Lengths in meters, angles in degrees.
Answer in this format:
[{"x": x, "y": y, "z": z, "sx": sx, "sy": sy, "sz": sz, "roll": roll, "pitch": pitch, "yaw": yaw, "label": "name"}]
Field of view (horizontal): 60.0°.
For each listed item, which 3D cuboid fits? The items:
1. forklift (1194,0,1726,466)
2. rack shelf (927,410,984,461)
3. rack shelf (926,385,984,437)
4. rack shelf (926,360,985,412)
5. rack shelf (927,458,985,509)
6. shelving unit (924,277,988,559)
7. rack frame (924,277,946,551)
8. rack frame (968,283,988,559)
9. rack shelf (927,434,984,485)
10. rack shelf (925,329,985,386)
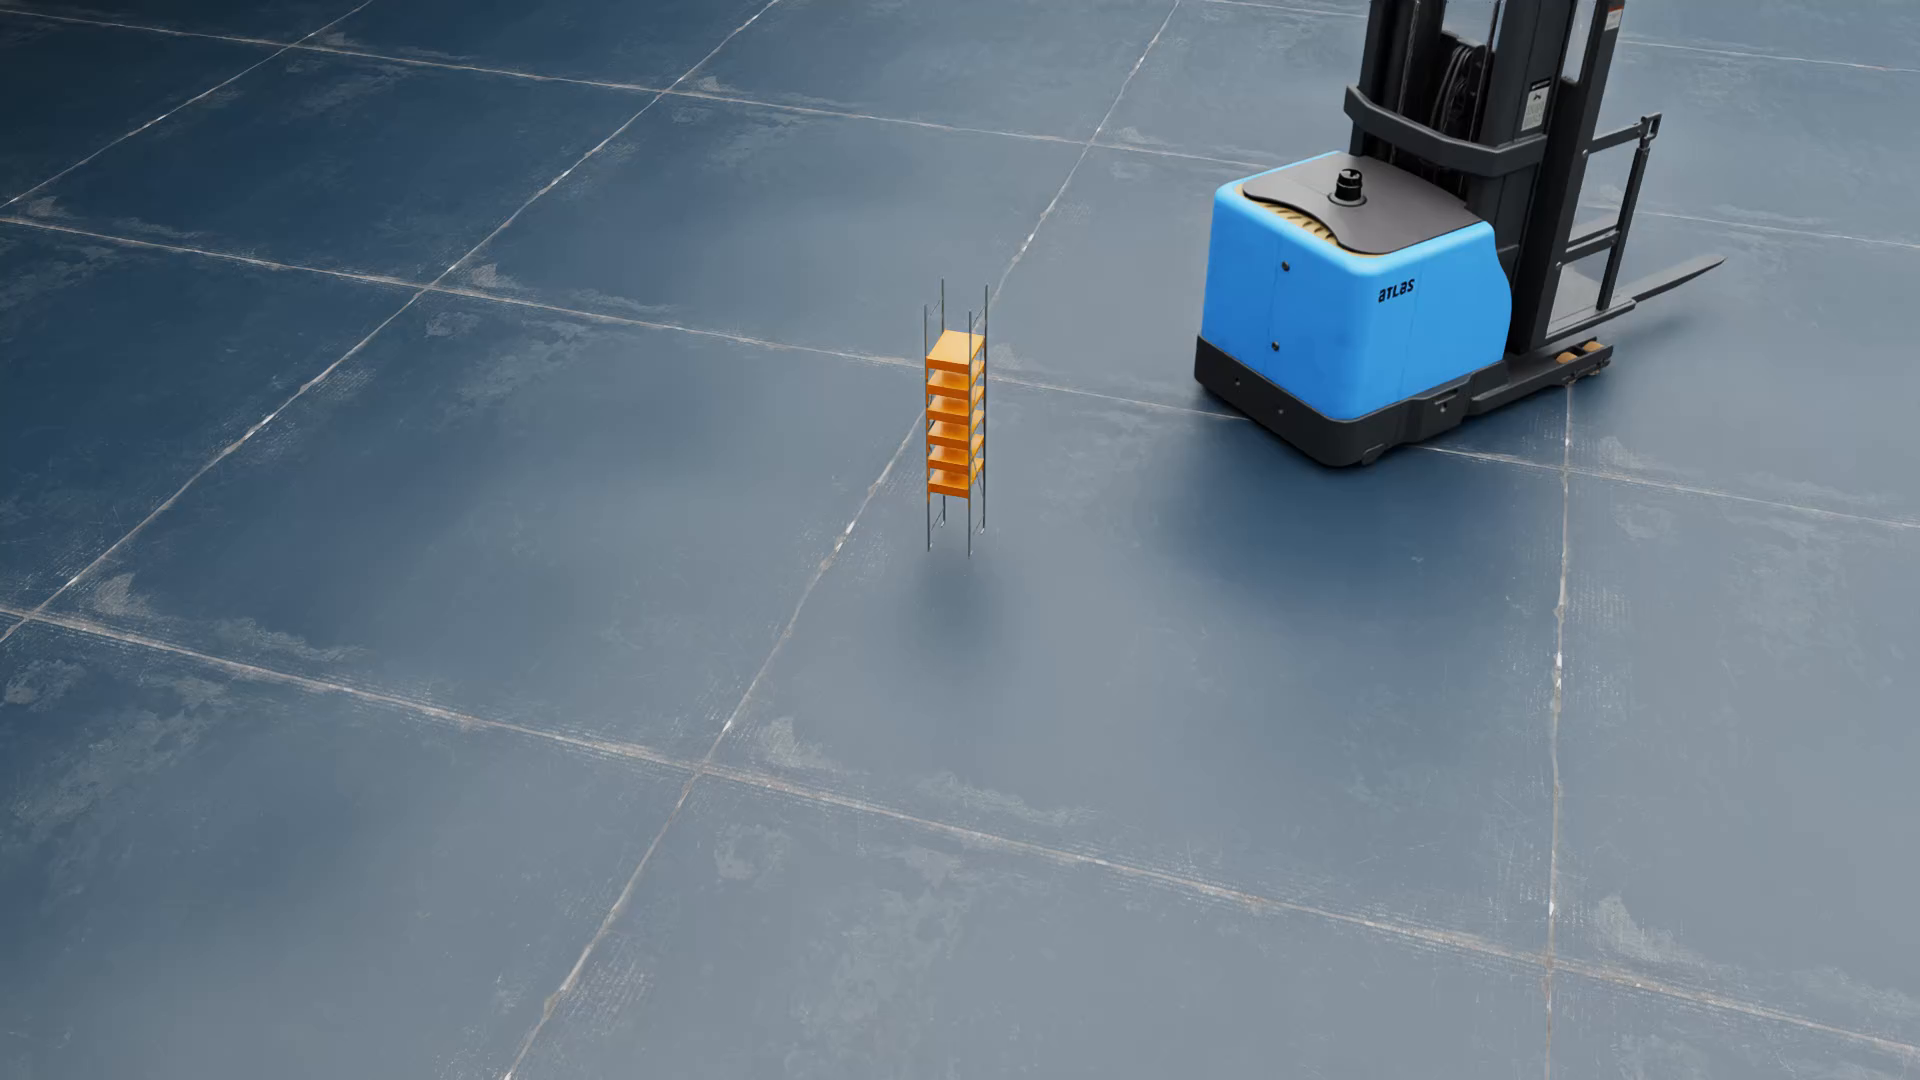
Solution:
[{"x": 2.669, "y": -2.187, "z": 7.749, "sx": 3.031, "sy": 2.935, "sz": 1.130, "roll": -21, "pitch": 41, "yaw": -26, "label": "forklift"}, {"x": -0.014, "y": -0.450, "z": 6.924, "sx": 0.180, "sy": 0.103, "sz": 0.258, "roll": 10, "pitch": 38, "yaw": 14, "label": "rack shelf"}, {"x": -0.014, "y": -0.547, "z": 6.853, "sx": 0.180, "sy": 0.103, "sz": 0.258, "roll": 10, "pitch": 38, "yaw": 14, "label": "rack shelf"}, {"x": -0.014, "y": -0.643, "z": 6.782, "sx": 0.180, "sy": 0.103, "sz": 0.258, "roll": 10, "pitch": 38, "yaw": 14, "label": "rack shelf"}, {"x": -0.014, "y": -0.257, "z": 7.066, "sx": 0.180, "sy": 0.103, "sz": 0.258, "roll": 10, "pitch": 38, "yaw": 14, "label": "rack shelf"}, {"x": -0.014, "y": -0.486, "z": 6.898, "sx": 0.189, "sy": 1.200, "sz": 0.258, "roll": 10, "pitch": 38, "yaw": 14, "label": "shelving unit"}, {"x": -0.101, "y": -0.502, "z": 6.920, "sx": 0.006, "sy": 1.200, "sz": 0.240, "roll": 10, "pitch": 38, "yaw": 14, "label": "rack frame"}, {"x": 0.074, "y": -0.470, "z": 6.876, "sx": 0.006, "sy": 1.200, "sz": 0.240, "roll": 10, "pitch": 38, "yaw": 14, "label": "rack frame"}, {"x": -0.014, "y": -0.353, "z": 6.995, "sx": 0.180, "sy": 0.103, "sz": 0.258, "roll": 10, "pitch": 38, "yaw": 14, "label": "rack shelf"}, {"x": -0.014, "y": -0.740, "z": 6.711, "sx": 0.180, "sy": 0.103, "sz": 0.258, "roll": 10, "pitch": 38, "yaw": 14, "label": "rack shelf"}]
